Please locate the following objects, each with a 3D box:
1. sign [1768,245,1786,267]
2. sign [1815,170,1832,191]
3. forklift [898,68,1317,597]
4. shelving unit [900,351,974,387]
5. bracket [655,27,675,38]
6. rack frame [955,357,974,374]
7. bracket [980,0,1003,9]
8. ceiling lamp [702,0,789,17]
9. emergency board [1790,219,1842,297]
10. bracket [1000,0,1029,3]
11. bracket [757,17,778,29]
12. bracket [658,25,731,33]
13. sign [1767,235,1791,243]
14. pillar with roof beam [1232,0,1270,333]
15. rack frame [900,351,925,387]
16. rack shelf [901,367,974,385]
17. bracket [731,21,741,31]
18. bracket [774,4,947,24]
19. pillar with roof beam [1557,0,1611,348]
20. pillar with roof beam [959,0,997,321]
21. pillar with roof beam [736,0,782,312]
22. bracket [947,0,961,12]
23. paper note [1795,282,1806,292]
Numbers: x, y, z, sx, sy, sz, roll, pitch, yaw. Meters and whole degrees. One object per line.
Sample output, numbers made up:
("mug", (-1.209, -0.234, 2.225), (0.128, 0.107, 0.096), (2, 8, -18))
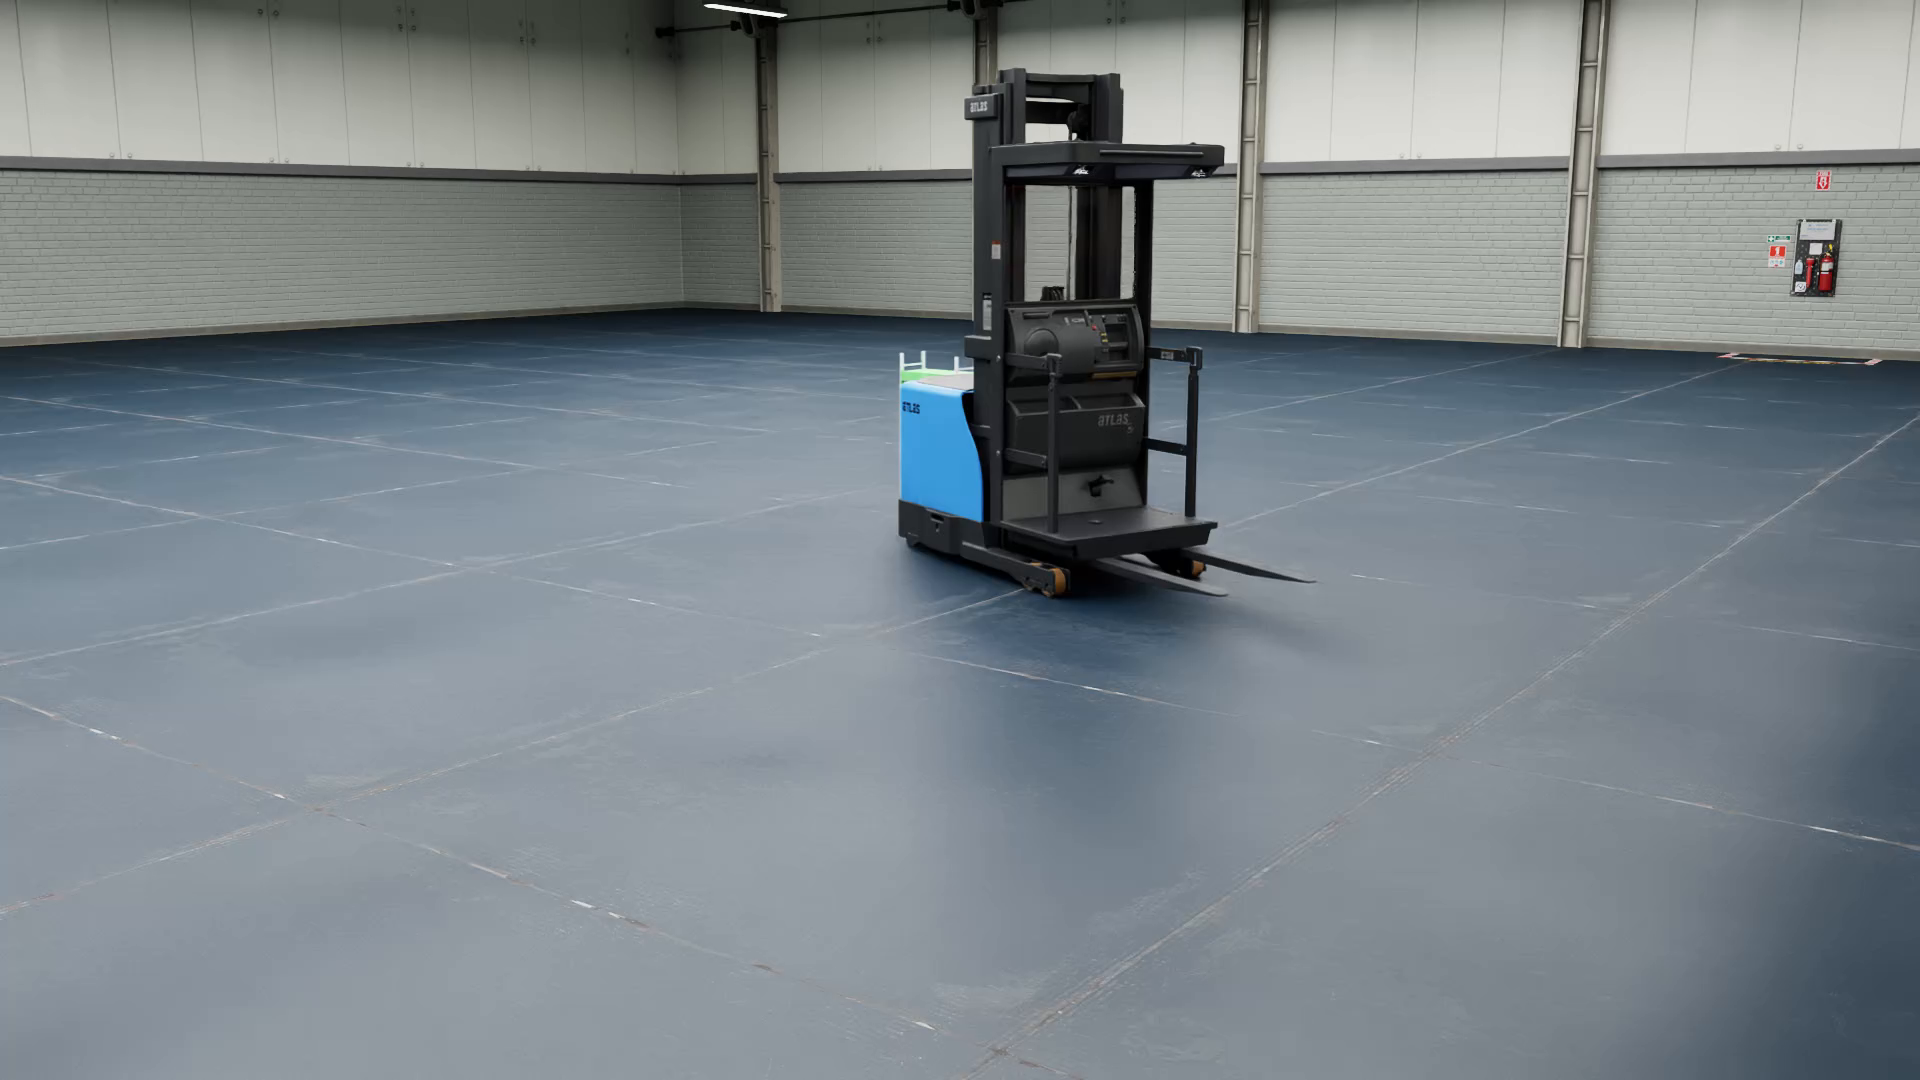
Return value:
("sign", (12.661, -4.396, 25.763), (0.234, 0.329, 0.001), (8, 13, 36))
("sign", (13.098, -5.455, 25.227), (0.199, 0.298, 0.001), (8, 13, 36))
("forklift", (0.802, -1.218, 9.607), (1.130, 2.935, 3.031), (-7, 13, -31))
("shelving unit", (-0.138, -0.661, 11.289), (0.503, 1.200, 0.258), (9, 14, 39))
("bracket", (-6.784, -11.687, 38.270), (0.430, 0.232, 0.235), (8, 13, 36))
("rack frame", (0.048, -0.631, 11.134), (0.015, 1.200, 0.240), (9, 14, 39))
("bracket", (0.632, -10.652, 32.924), (0.430, 0.232, 0.235), (8, 13, 36))
("ceiling lamp", (-4.151, -11.333, 30.549), (0.800, 3.185, 2.000), (8, 13, 36))
("emergency board", (13.046, -4.301, 25.363), (0.643, 1.169, 0.194), (8, 13, 36))
("bracket", (2.708, -10.363, 31.426), (4.783, 0.066, 0.076), (8, 13, 36))
("bracket", (-4.205, -11.327, 36.411), (0.430, 0.232, 0.235), (8, 13, 36))
("bracket", (-6.308, -11.620, 37.927), (3.189, 0.066, 0.076), (8, 13, 36))
("sign", (12.660, -4.655, 25.703), (0.331, 0.109, 0.001), (8, 13, 36))
("pillar with roof beam", (2.795, -7.653, 26.894), (0.400, 9.000, 9.100), (8, 13, 36))
("rack frame", (-0.324, -0.691, 11.444), (0.015, 1.200, 0.240), (9, 14, 39))
("rack shelf", (-0.138, -1.070, 11.210), (0.480, 0.148, 0.258), (9, 14, 39))
("bracket", (-4.874, -11.420, 36.893), (0.430, 0.232, 0.235), (8, 13, 36))
("bracket", (-2.128, -11.037, 34.913), (4.783, 0.066, 0.076), (8, 13, 36))
("pillar with roof beam", (7.631, -6.978, 23.407), (0.400, 9.000, 9.100), (8, 13, 36))
("pillar with roof beam", (-2.041, -8.327, 30.381), (0.548, 9.000, 9.100), (8, 13, 36))
("pillar with roof beam", (-6.877, -9.002, 33.868), (0.548, 9.000, 9.100), (8, 13, 36))
("bracket", (-0.038, -10.746, 33.406), (0.430, 0.232, 0.235), (8, 13, 36))
("paper note", (12.944, -3.899, 25.605), (0.142, 0.148, 0.016), (8, 13, 36))
